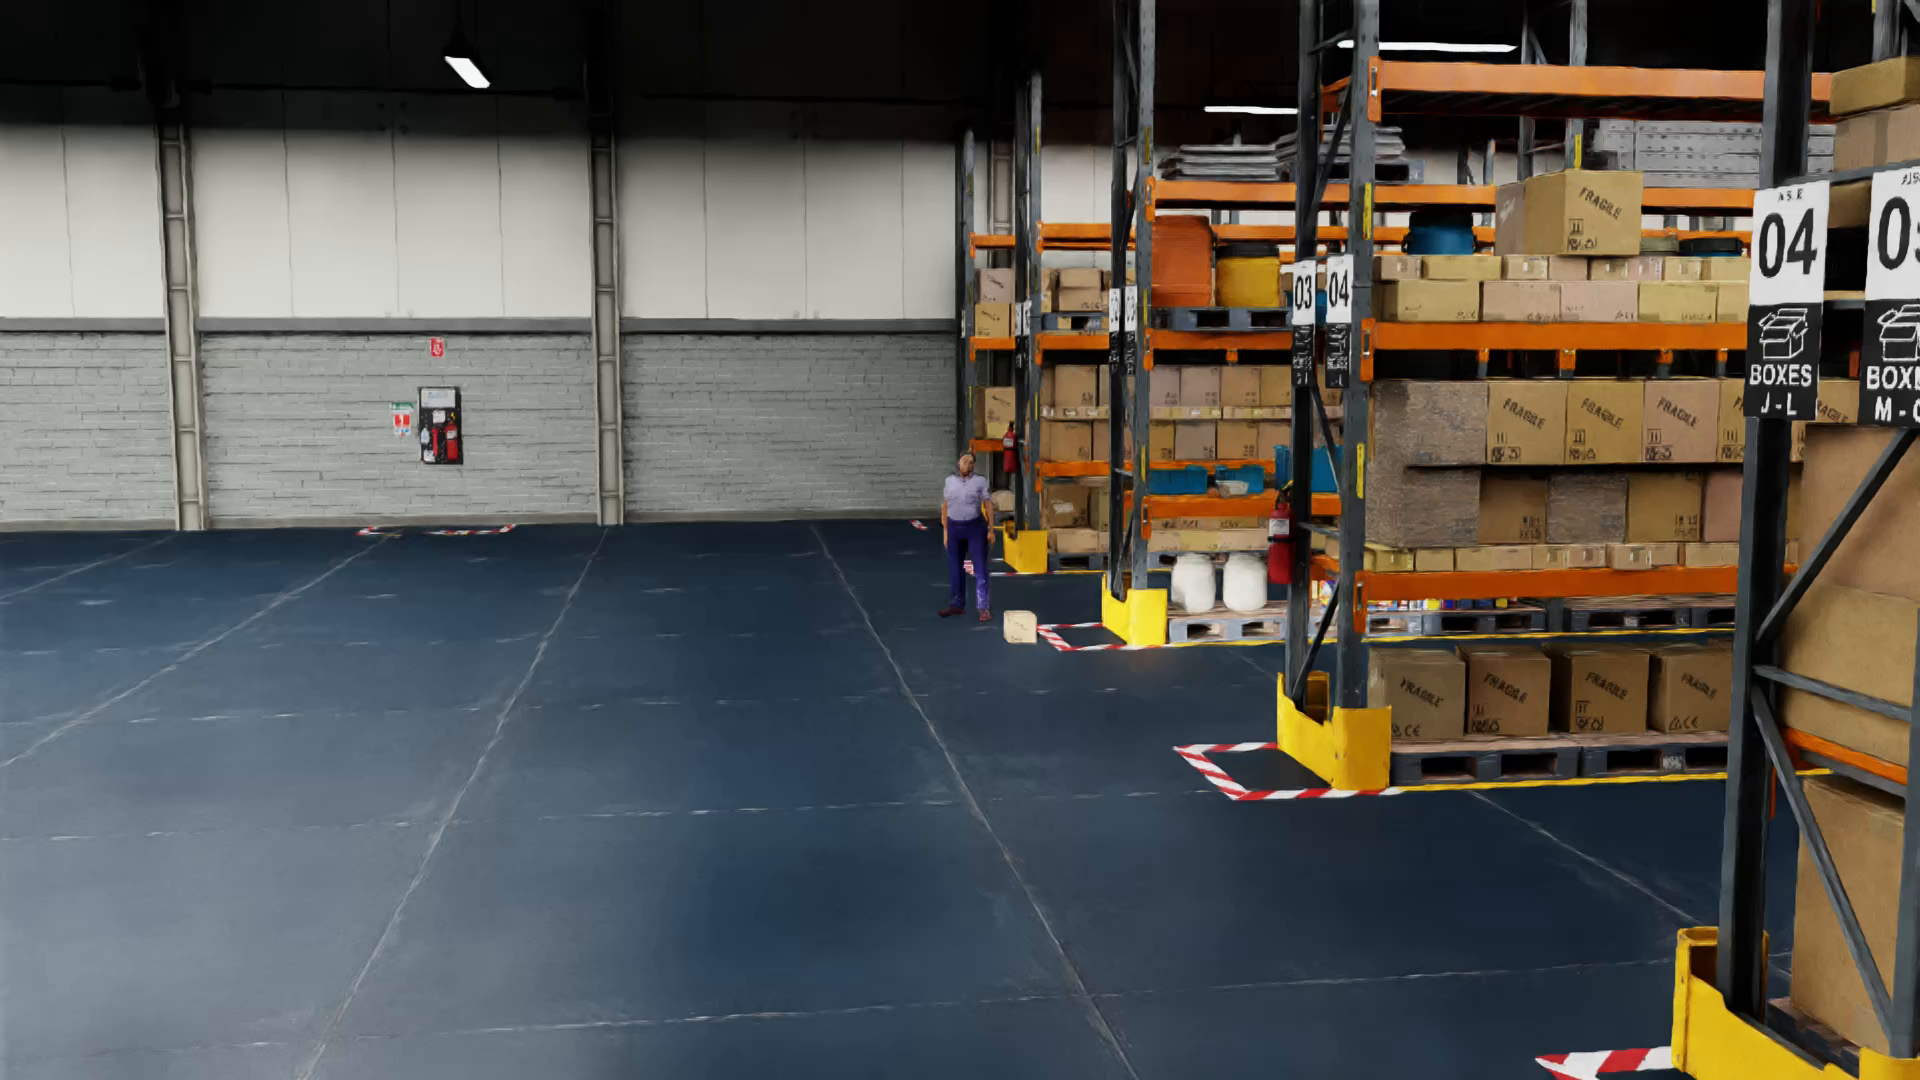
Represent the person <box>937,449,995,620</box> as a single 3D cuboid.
[{"bbox_3d":[0.059,-0.059,16.276,0.602,1.642,0.373,2,7,18],"label":"person"}]
